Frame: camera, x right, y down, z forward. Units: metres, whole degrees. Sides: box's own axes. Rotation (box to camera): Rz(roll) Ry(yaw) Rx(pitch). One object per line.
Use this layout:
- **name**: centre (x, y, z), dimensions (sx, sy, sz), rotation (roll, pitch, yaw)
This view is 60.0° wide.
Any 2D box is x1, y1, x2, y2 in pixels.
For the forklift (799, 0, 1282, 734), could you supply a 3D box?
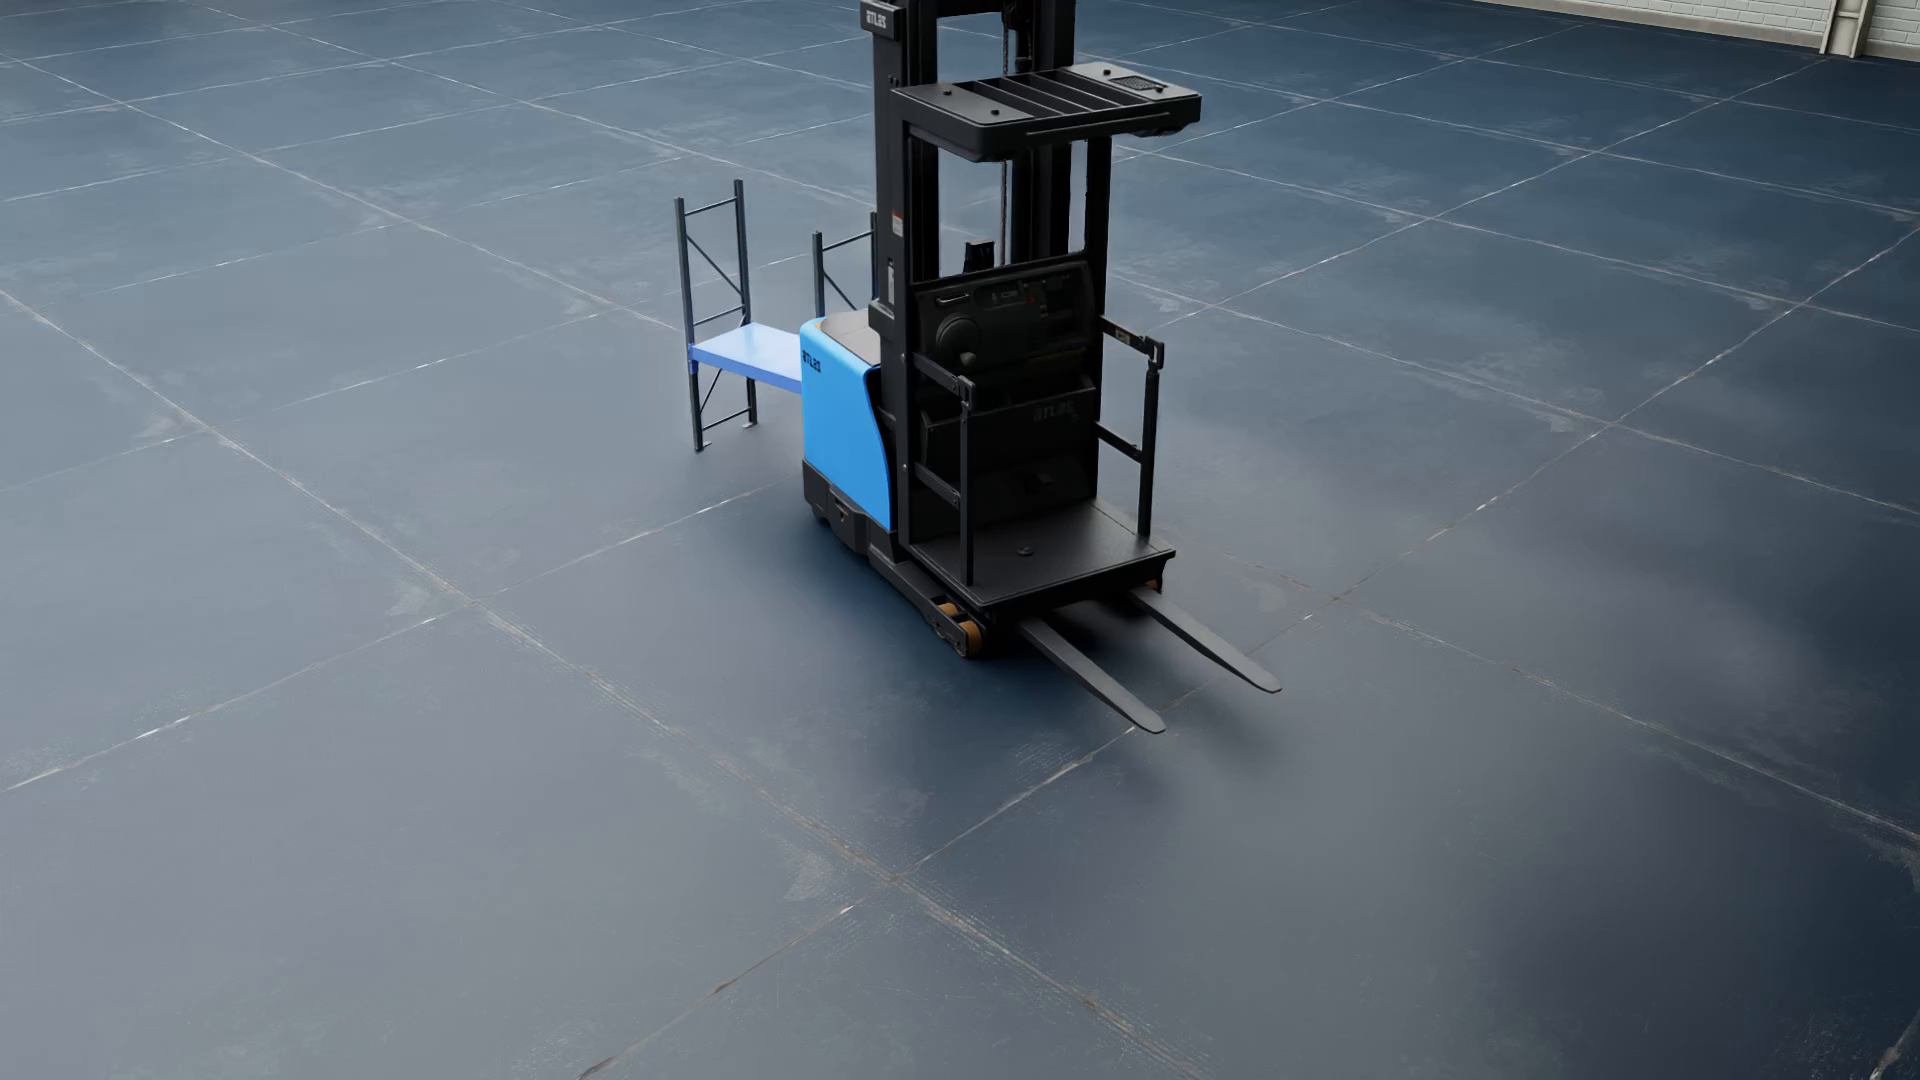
- **forklift**: centre (0.326, -1.000, 7.502), dimensions (1.130, 2.935, 3.031), rotation (-15, 31, -26)

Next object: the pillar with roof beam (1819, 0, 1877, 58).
- **pillar with roof beam**: centre (7.438, -8.327, 14.918), dimensions (0.400, 9.000, 9.100), rotation (25, 36, 38)

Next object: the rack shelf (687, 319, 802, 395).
- **rack shelf**: centre (-0.995, -0.985, 9.398), dimensions (1.000, 0.185, 0.538), rotation (20, 34, 33)

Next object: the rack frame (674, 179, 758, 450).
- **rack frame**: centre (-1.396, -1.290, 9.591), dimensions (0.032, 1.500, 0.500), rotation (20, 34, 33)

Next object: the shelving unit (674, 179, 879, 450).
- **shelving unit**: centre (-0.995, -1.144, 9.315), dimensions (1.048, 1.500, 0.538), rotation (20, 34, 33)

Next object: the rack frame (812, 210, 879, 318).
- **rack frame**: centre (-0.594, -0.999, 9.038), dimensions (0.032, 1.500, 0.500), rotation (20, 34, 33)
